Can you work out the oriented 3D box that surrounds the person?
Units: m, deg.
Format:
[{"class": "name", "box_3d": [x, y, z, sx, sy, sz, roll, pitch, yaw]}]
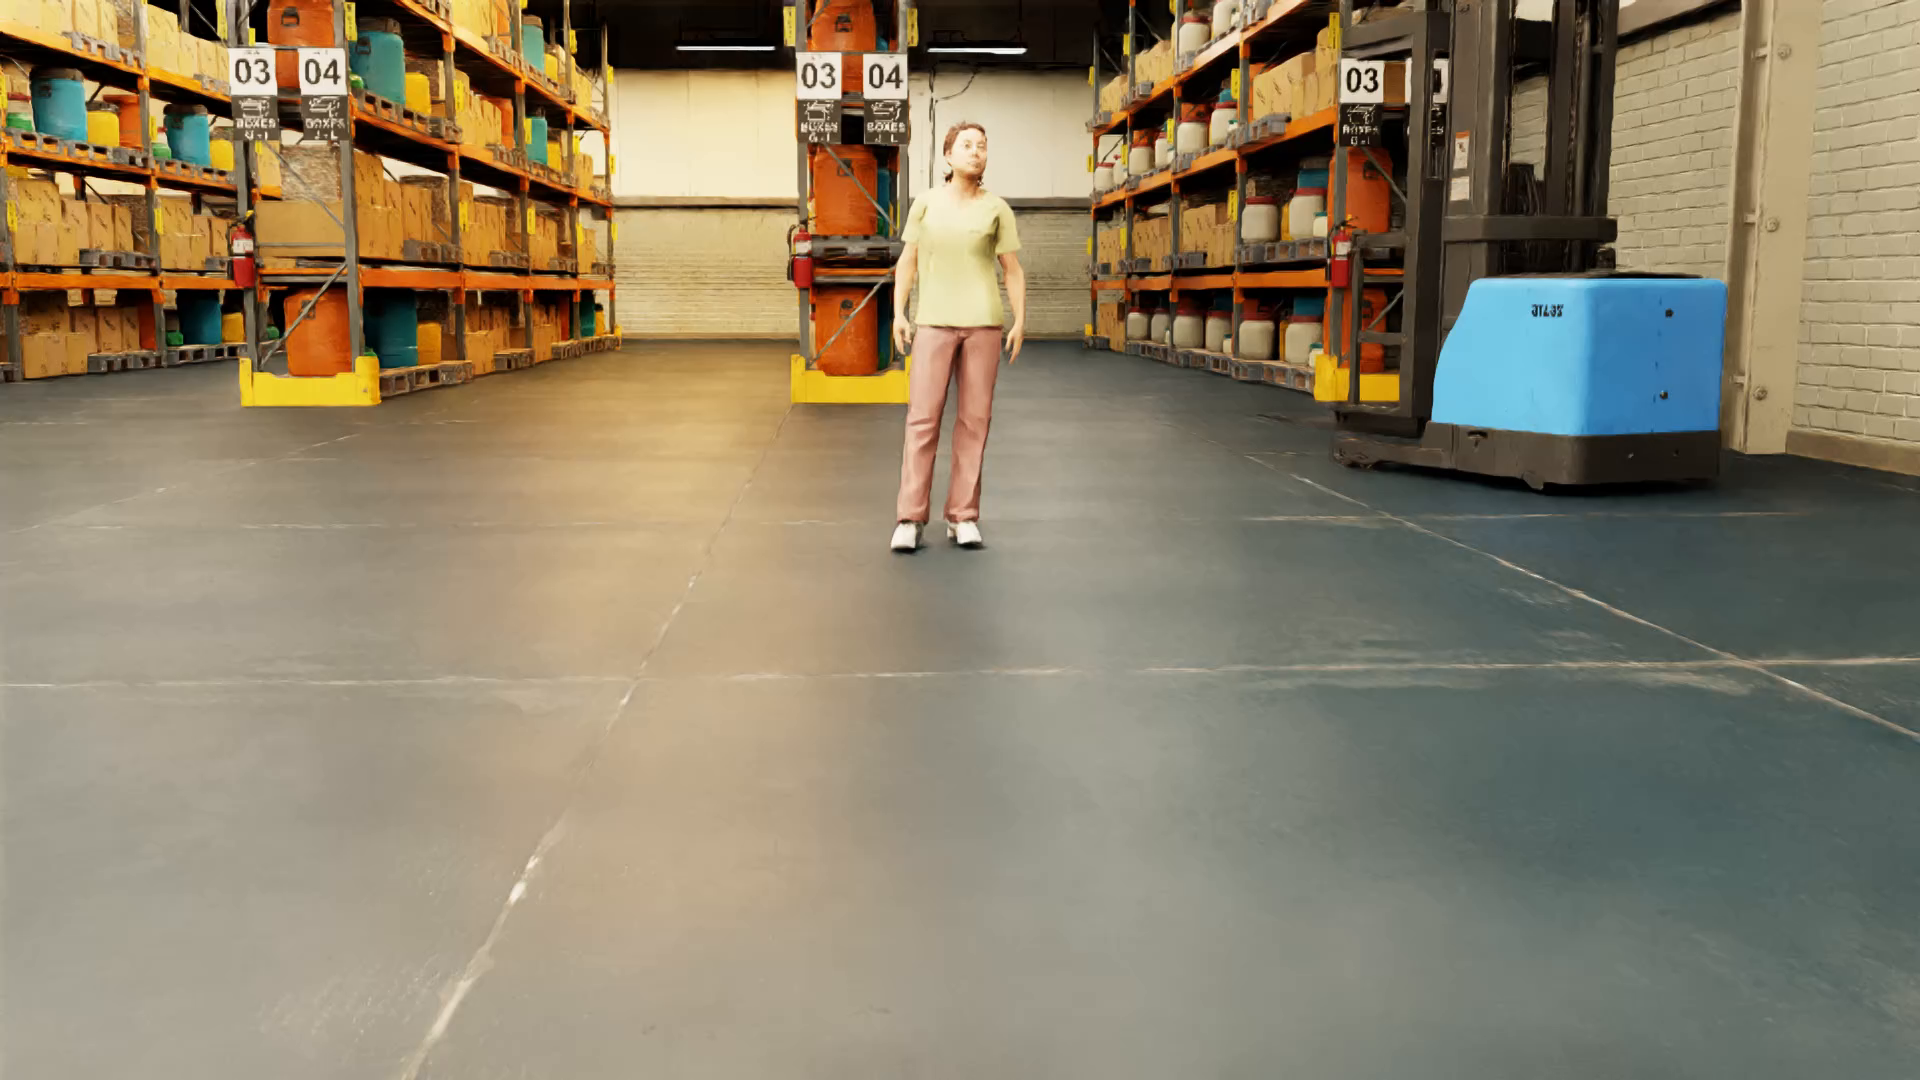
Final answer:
[{"class": "person", "box_3d": [-0.006, -0.825, 6.612, 0.554, 1.674, 0.548, -1, 8, -4]}]

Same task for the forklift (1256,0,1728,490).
[{"class": "forklift", "box_3d": [2.854, -1.879, 9.488, 1.130, 2.935, 3.031, -4, 9, -23]}]
